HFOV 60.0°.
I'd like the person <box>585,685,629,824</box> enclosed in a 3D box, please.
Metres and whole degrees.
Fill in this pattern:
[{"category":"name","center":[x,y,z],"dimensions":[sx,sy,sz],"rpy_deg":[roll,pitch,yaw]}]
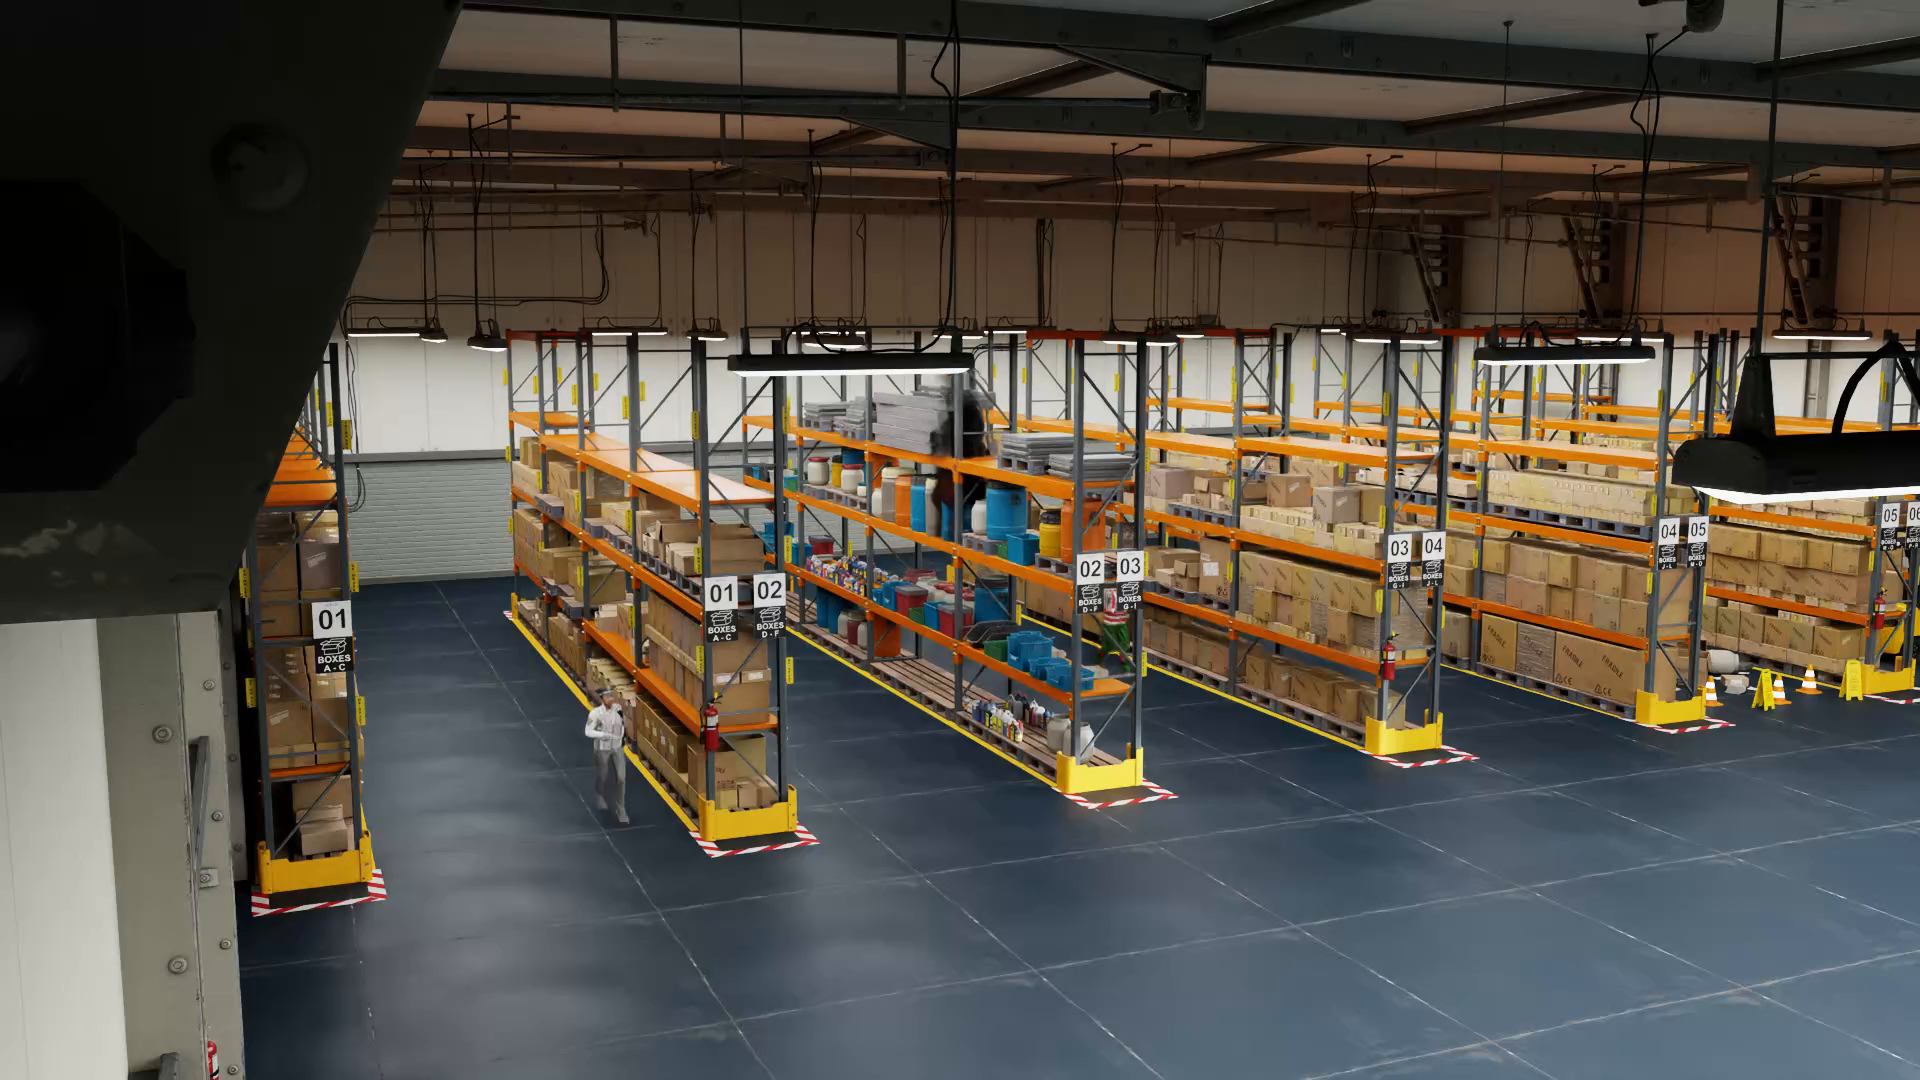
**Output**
[{"category":"person","center":[-4.436,2.654,20.915],"dimensions":[0.598,1.743,0.780],"rpy_deg":[-4,9,-28]}]

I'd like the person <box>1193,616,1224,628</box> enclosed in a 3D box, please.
[{"category":"person","center":[5.039,0.877,33.790],"dimensions":[0.710,1.764,0.918],"rpy_deg":[-6,10,-35]}]

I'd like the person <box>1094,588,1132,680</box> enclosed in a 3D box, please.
[{"category":"person","center":[2.596,1.406,27.873],"dimensions":[0.657,1.776,0.968],"rpy_deg":[-5,9,-35]}]
